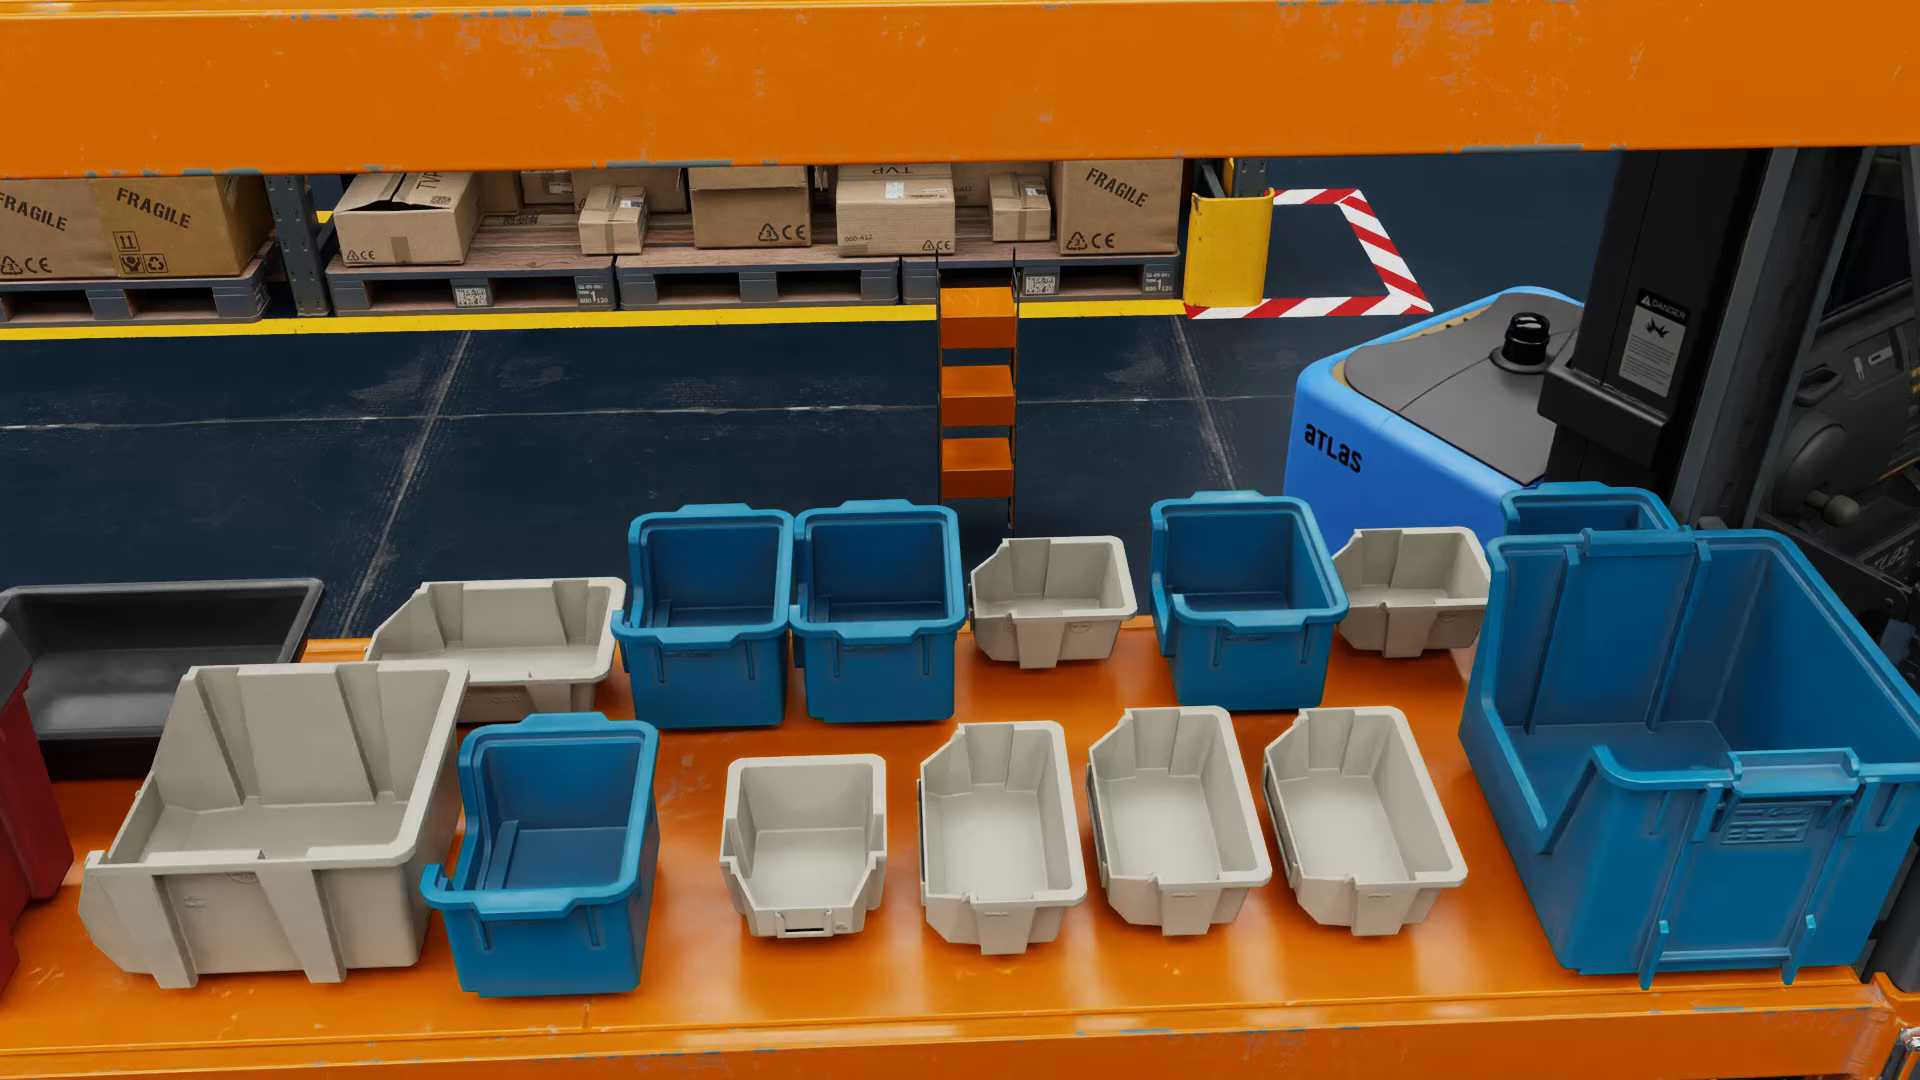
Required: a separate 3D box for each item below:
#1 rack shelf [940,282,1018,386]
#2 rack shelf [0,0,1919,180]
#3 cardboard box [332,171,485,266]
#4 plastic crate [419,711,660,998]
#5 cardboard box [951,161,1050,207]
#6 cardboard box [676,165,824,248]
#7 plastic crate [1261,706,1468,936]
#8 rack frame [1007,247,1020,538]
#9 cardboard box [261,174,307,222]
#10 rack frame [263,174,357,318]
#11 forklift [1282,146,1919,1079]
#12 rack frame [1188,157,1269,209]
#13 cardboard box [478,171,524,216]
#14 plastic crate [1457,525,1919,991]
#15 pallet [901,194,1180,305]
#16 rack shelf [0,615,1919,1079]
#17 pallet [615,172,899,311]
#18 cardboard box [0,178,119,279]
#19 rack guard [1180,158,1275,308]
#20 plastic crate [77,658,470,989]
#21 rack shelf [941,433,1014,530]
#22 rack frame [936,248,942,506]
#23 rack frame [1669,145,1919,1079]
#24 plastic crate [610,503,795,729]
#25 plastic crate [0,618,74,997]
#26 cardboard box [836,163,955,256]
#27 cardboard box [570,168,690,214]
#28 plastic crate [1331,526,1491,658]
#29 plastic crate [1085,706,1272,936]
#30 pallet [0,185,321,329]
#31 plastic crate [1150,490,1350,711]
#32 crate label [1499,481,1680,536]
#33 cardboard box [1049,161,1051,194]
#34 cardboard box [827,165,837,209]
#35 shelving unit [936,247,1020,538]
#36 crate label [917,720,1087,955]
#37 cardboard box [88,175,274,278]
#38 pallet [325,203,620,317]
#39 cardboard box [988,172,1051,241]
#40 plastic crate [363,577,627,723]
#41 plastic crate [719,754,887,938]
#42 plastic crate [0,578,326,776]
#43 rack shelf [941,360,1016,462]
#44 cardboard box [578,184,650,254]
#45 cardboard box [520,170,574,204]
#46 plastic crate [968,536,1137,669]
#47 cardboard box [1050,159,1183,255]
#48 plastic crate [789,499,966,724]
[{"bbox_3d":[0.053,-0.658,5.298,0.240,0.259,0.215,-2,35,-2],"label":"rack shelf"},{"bbox_3d":[-0.568,-0.644,2.041,4.000,0.370,1.077,-2,35,-2],"label":"rack shelf"},{"bbox_3d":[-2.367,-1.432,7.160,0.500,0.311,0.500,-2,35,-2],"label":"cardboard box"},{"bbox_3d":[-0.609,0.485,2.508,0.300,0.233,0.416,-2,35,-2],"label":"plastic crate"},{"bbox_3d":[0.143,-1.760,7.687,0.500,0.250,0.500,-2,35,-2],"label":"cardboard box"},{"bbox_3d":[-0.920,-1.677,7.344,0.637,0.503,0.797,-2,35,-2],"label":"cardboard box"},{"bbox_3d":[0.624,0.448,2.646,0.243,0.136,0.396,-2,35,-2],"label":"plastic crate"},{"bbox_3d":[0.175,-0.436,5.458,0.008,1.050,0.200,-2,35,-2],"label":"rack frame"},{"bbox_3d":[-3.291,-1.747,7.449,0.500,0.500,0.500,-3,35,-4],"label":"cardboard box"},{"bbox_3d":[-2.796,-2.469,6.681,0.127,3.000,1.000,-2,35,-2],"label":"rack frame"},{"bbox_3d":[2.157,-0.260,3.550,1.130,2.935,3.031,-21,40,-28],"label":"forklift"},{"bbox_3d":[1.199,-2.576,6.837,0.127,3.000,1.000,-2,35,-2],"label":"rack frame"},{"bbox_3d":[-2.241,-1.798,7.522,0.500,0.500,0.500,-2,35,-2],"label":"cardboard box"},{"bbox_3d":[1.104,0.315,2.575,0.499,0.435,0.616,-2,35,-2],"label":"plastic crate"},{"bbox_3d":[0.327,-1.406,7.596,1.213,0.211,1.003,-2,35,-2],"label":"pallet"},{"bbox_3d":[-0.568,0.589,2.895,4.000,0.370,1.077,-2,35,-2],"label":"rack shelf"},{"bbox_3d":[-0.889,-1.374,7.551,1.213,0.211,1.003,-2,35,-2],"label":"pallet"},{"bbox_3d":[-3.770,-1.437,7.000,0.500,0.500,0.500,-1,35,-2],"label":"cardboard box"},{"bbox_3d":[1.123,-1.546,7.545,0.348,0.500,1.175,-2,35,-2],"label":"rack guard"},{"bbox_3d":[-1.031,0.435,2.537,0.530,0.282,0.437,-2,35,-2],"label":"plastic crate"},{"bbox_3d":[0.053,-0.196,5.618,0.240,0.259,0.215,-2,35,-2],"label":"rack shelf"},{"bbox_3d":[-0.068,-0.430,5.449,0.008,1.050,0.200,-2,35,-2],"label":"rack frame"},{"bbox_3d":[1.430,0.239,2.768,0.127,3.000,1.000,-2,35,-2],"label":"rack frame"},{"bbox_3d":[-0.447,0.147,2.997,0.300,0.233,0.416,-2,35,-2],"label":"plastic crate"},{"bbox_3d":[-1.662,0.415,2.406,0.583,0.464,0.402,-2,35,-2],"label":"plastic crate"},{"bbox_3d":[-0.283,-1.463,7.258,0.500,0.250,0.500,-2,35,-2],"label":"cardboard box"},{"bbox_3d":[-1.491,-1.741,7.605,0.500,0.311,0.500,-2,35,-2],"label":"cardboard box"},{"bbox_3d":[0.844,0.104,3.142,0.298,0.136,0.250,-2,35,-2],"label":"plastic crate"},{"bbox_3d":[0.334,0.448,2.646,0.243,0.136,0.396,-2,35,-2],"label":"plastic crate"},{"bbox_3d":[-3.607,-1.278,7.412,1.213,0.211,1.003,-2,35,-2],"label":"pallet"},{"bbox_3d":[0.510,0.121,3.034,0.300,0.233,0.416,-2,35,-2],"label":"plastic crate"},{"bbox_3d":[1.168,0.103,3.060,0.303,0.233,0.416,-2,35,-2],"label":"crate label"},{"bbox_3d":[0.515,-1.770,7.774,0.250,0.166,0.380,-2,35,-2],"label":"cardboard box"},{"bbox_3d":[-0.356,-1.746,7.667,0.500,0.250,0.500,-2,35,-2],"label":"cardboard box"},{"bbox_3d":[0.053,-0.433,5.453,0.252,1.050,0.215,-2,35,-2],"label":"shelving unit"},{"bbox_3d":[0.057,0.469,2.615,0.243,0.136,0.396,-2,35,-2],"label":"crate label"},{"bbox_3d":[-3.276,-1.445,7.013,0.500,0.500,0.500,-2,35,-2],"label":"cardboard box"},{"bbox_3d":[-2.110,-1.340,7.501,1.213,0.211,1.003,-2,35,-2],"label":"pallet"},{"bbox_3d":[0.259,-1.478,7.353,0.250,0.166,0.380,-2,35,-2],"label":"cardboard box"},{"bbox_3d":[-0.840,0.213,2.985,0.466,0.136,0.293,-2,35,-2],"label":"plastic crate"},{"bbox_3d":[-0.238,0.488,2.589,0.250,0.136,0.298,-2,35,-2],"label":"plastic crate"},{"bbox_3d":[-1.460,0.253,2.938,0.590,0.125,0.437,-2,35,-2],"label":"plastic crate"},{"bbox_3d":[0.053,-0.424,5.459,0.240,0.259,0.215,-2,35,-2],"label":"rack shelf"},{"bbox_3d":[-1.503,-1.402,7.243,0.250,0.166,0.380,-2,35,-2],"label":"cardboard box"},{"bbox_3d":[-1.869,-1.698,7.686,0.250,0.149,0.380,-2,35,-2],"label":"cardboard box"},{"bbox_3d":[0.166,0.123,3.116,0.298,0.136,0.250,-2,35,-2],"label":"plastic crate"},{"bbox_3d":[0.668,-1.575,7.200,0.500,0.500,0.500,-2,35,-2],"label":"cardboard box"},{"bbox_3d":[-0.147,0.139,3.008,0.300,0.233,0.416,-2,35,-2],"label":"plastic crate"}]
